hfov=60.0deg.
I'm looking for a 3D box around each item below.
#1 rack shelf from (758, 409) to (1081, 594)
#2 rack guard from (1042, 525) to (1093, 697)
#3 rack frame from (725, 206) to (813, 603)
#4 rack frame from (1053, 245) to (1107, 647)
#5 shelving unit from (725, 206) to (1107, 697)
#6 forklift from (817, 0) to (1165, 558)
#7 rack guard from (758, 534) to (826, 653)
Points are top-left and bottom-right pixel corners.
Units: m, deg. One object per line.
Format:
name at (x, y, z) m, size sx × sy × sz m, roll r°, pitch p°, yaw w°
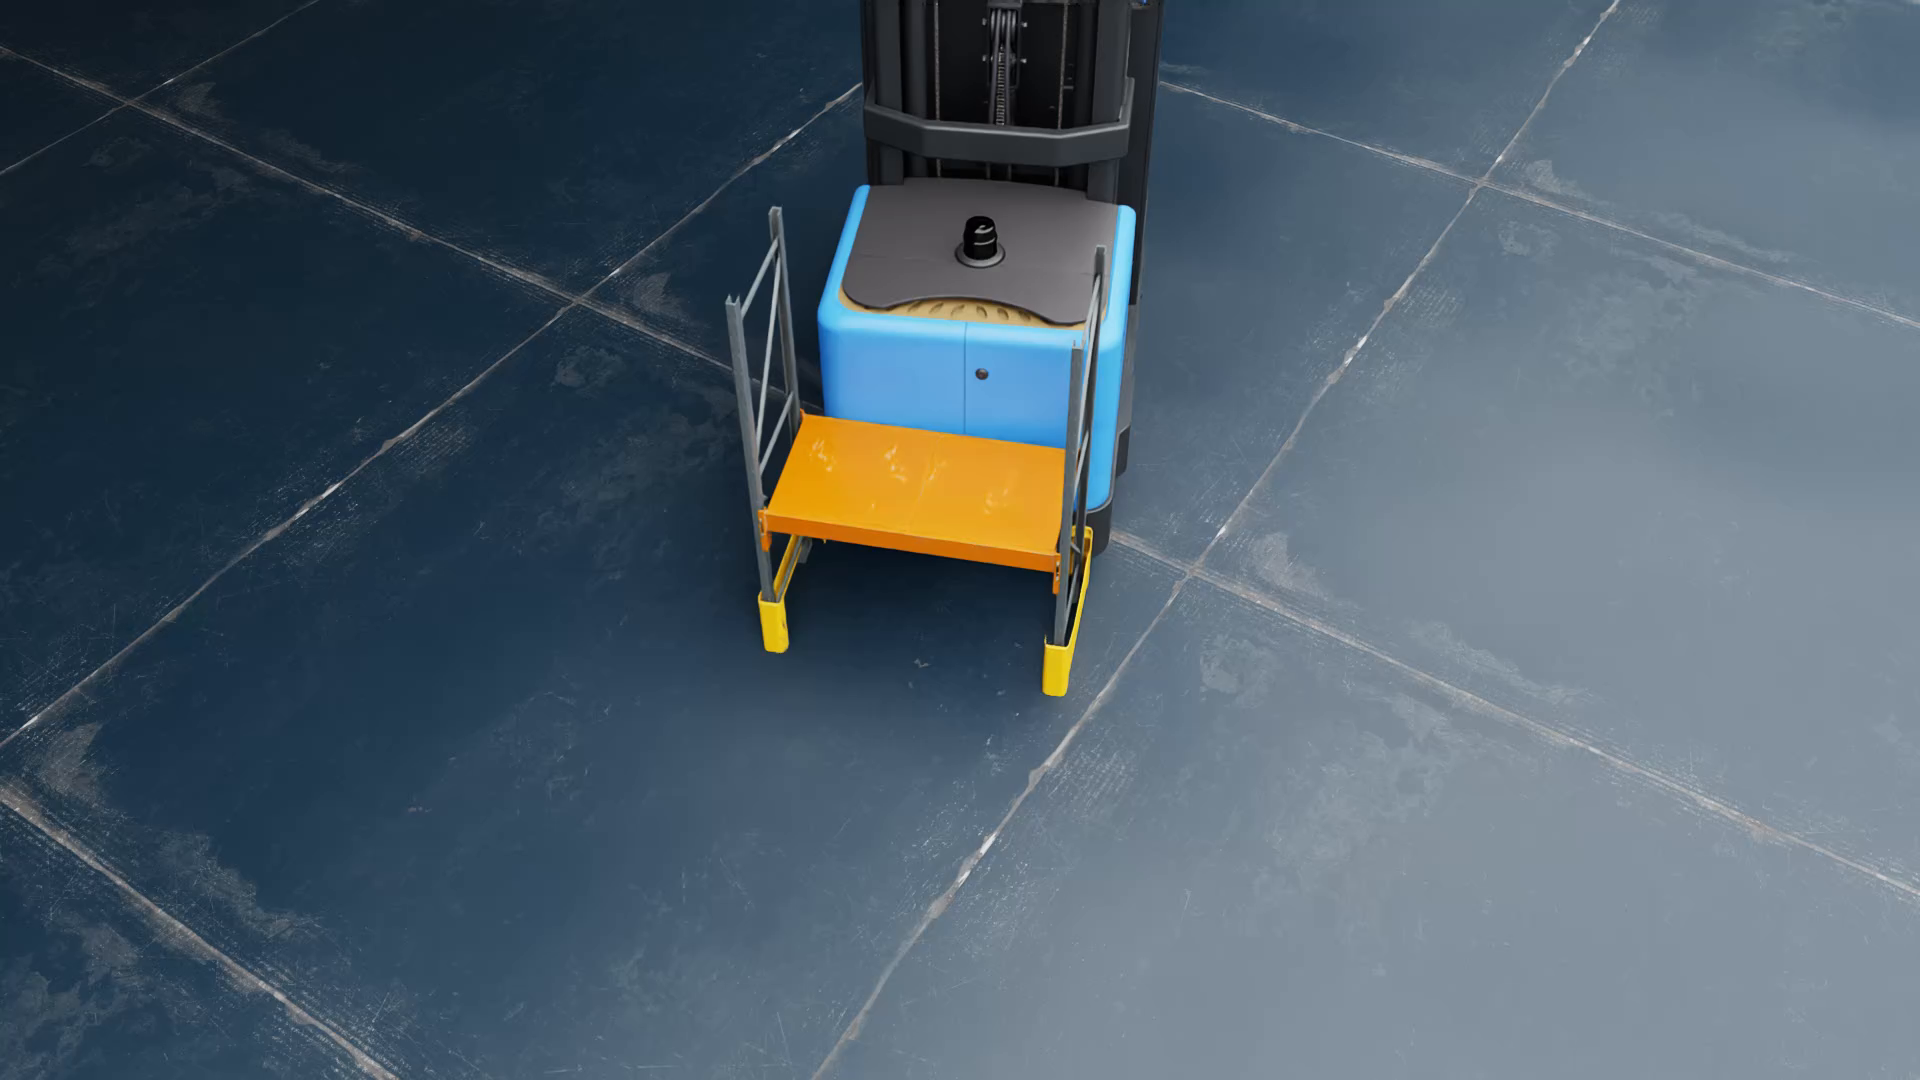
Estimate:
rack shelf at (-0.119, -0.139, 5.590) m, size 1.000 × 0.185 × 0.538 m, roll 8°, pitch 46°, yaw 8°
rack guard at (0.378, 0.243, 5.839) m, size 0.087 × 0.250 × 0.587 m, roll 8°, pitch 46°, yaw 8°
rack frame at (-0.618, -0.336, 5.531) m, size 0.032 × 1.500 × 0.500 m, roll 8°, pitch 46°, yaw 8°
rack frame at (0.379, -0.192, 5.391) m, size 0.032 × 1.500 × 0.500 m, roll 8°, pitch 46°, yaw 8°
shelving unit at (-0.110, -0.263, 5.460) m, size 1.083 × 1.500 × 0.587 m, roll 8°, pitch 46°, yaw 8°
forklift at (0.218, -2.017, 6.167) m, size 1.130 × 2.935 × 3.031 m, roll 6°, pitch 46°, yaw 5°
rack guard at (-0.599, 0.102, 5.977) m, size 0.087 × 0.250 × 0.587 m, roll 8°, pitch 46°, yaw 8°
